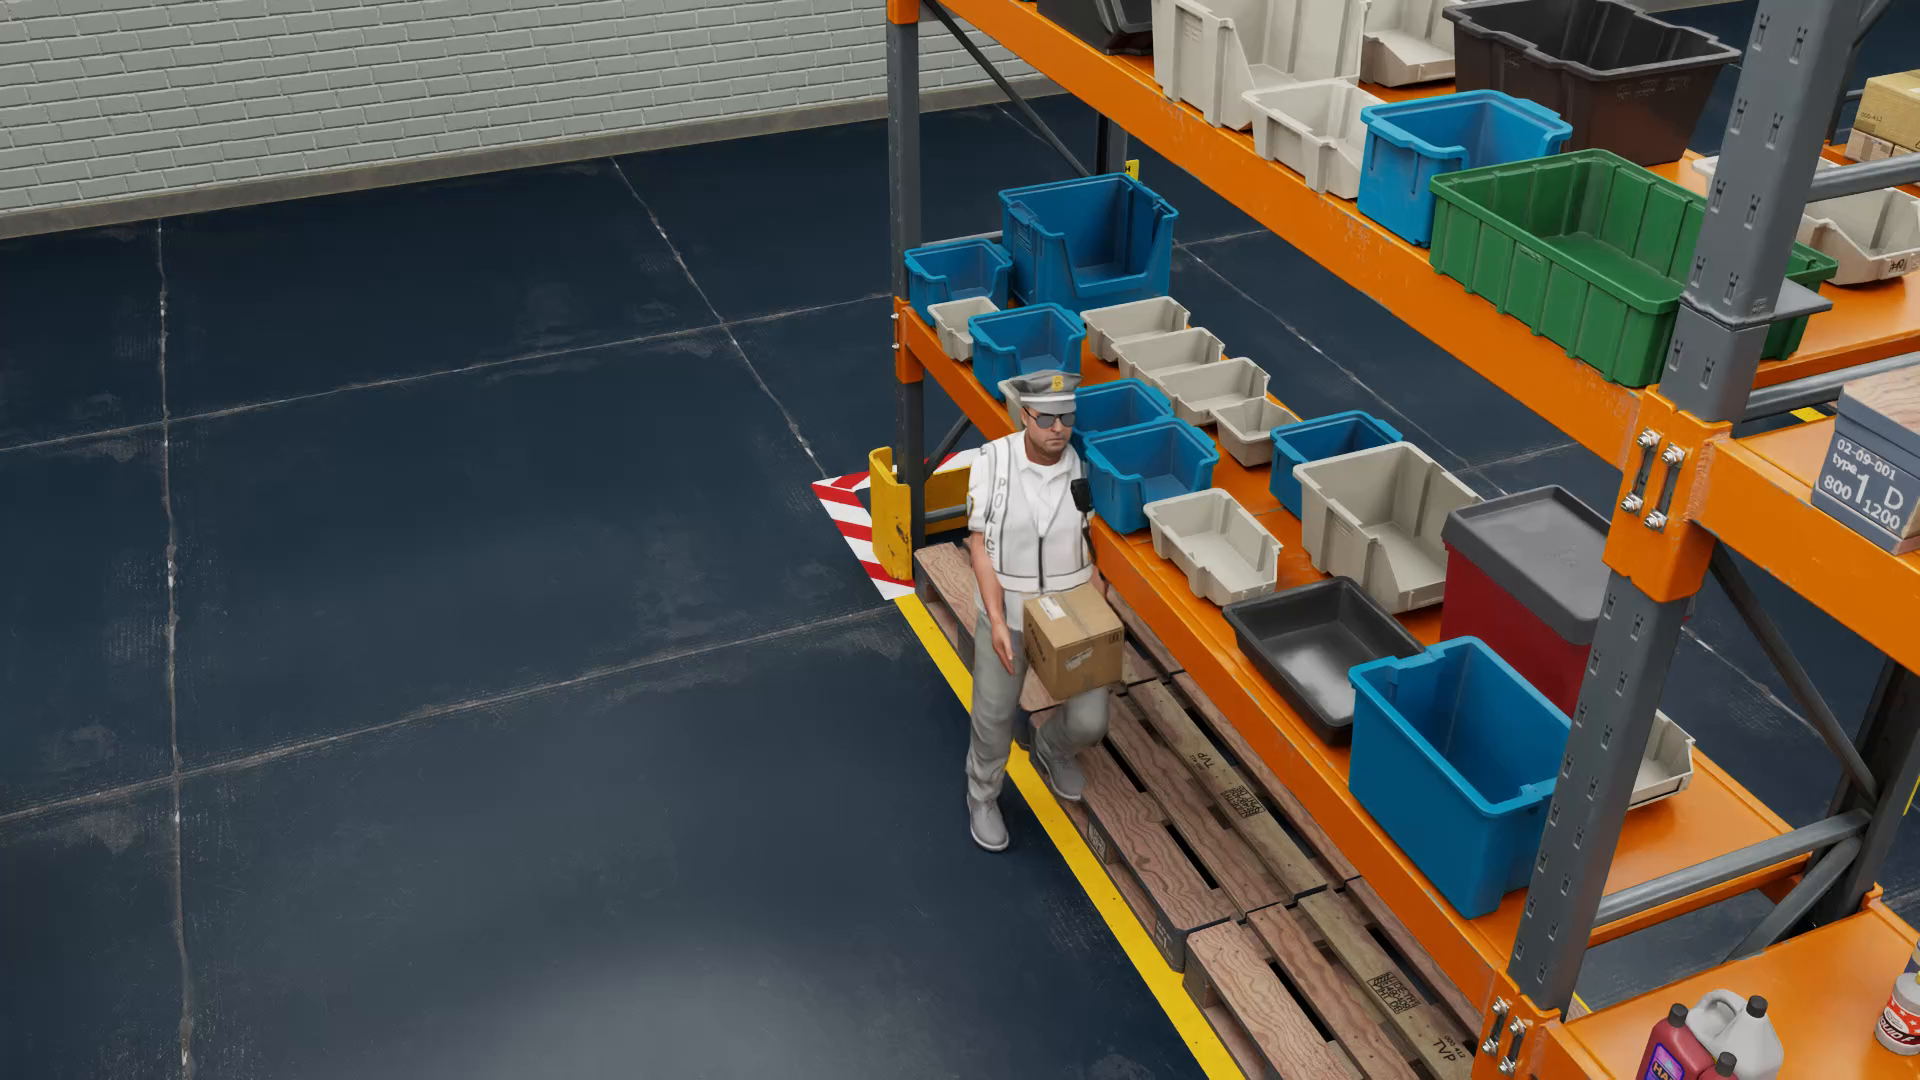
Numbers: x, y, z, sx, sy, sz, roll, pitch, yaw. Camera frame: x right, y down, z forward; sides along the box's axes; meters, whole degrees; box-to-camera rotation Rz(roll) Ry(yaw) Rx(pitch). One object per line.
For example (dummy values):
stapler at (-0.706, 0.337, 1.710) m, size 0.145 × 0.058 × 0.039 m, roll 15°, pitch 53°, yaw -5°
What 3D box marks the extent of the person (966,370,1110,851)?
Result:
person at (0.282, 0.252, 5.715) m, size 0.520 × 1.786 × 0.529 m, roll -3°, pitch 33°, yaw -4°
